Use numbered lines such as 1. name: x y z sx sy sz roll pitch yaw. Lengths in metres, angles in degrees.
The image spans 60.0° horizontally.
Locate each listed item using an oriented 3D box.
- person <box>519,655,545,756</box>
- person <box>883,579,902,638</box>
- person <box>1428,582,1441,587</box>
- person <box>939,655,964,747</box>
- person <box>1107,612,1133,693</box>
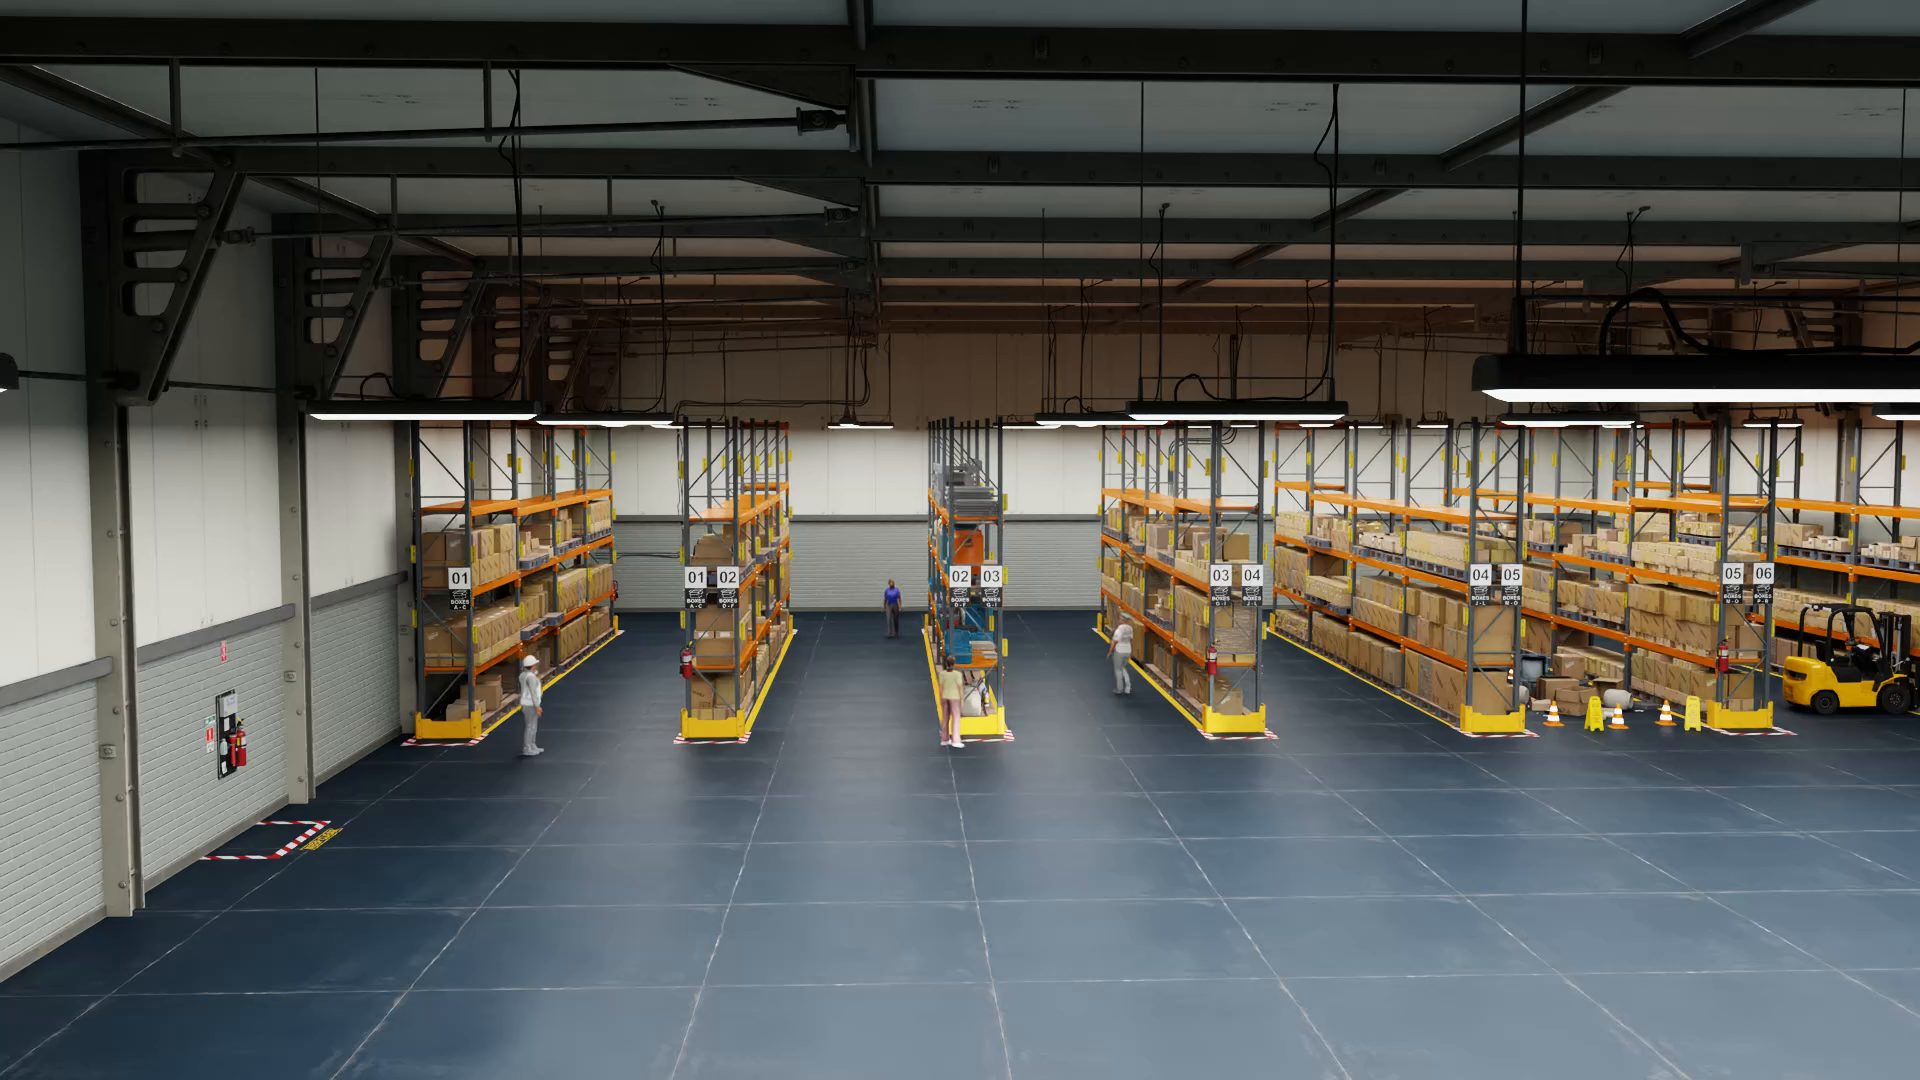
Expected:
1. person: -7.576 2.923 29.420 0.416 1.777 0.578 -1 4 -15
2. person: -1.882 1.893 46.236 0.543 1.600 0.975 0 4 1
3. person: 14.539 1.540 51.089 0.462 1.661 0.442 -1 4 -17
4. person: -0.142 2.925 30.211 0.473 1.684 0.427 3 5 38
5. person: 3.507 2.467 36.298 0.653 1.791 0.463 -3 5 -39
